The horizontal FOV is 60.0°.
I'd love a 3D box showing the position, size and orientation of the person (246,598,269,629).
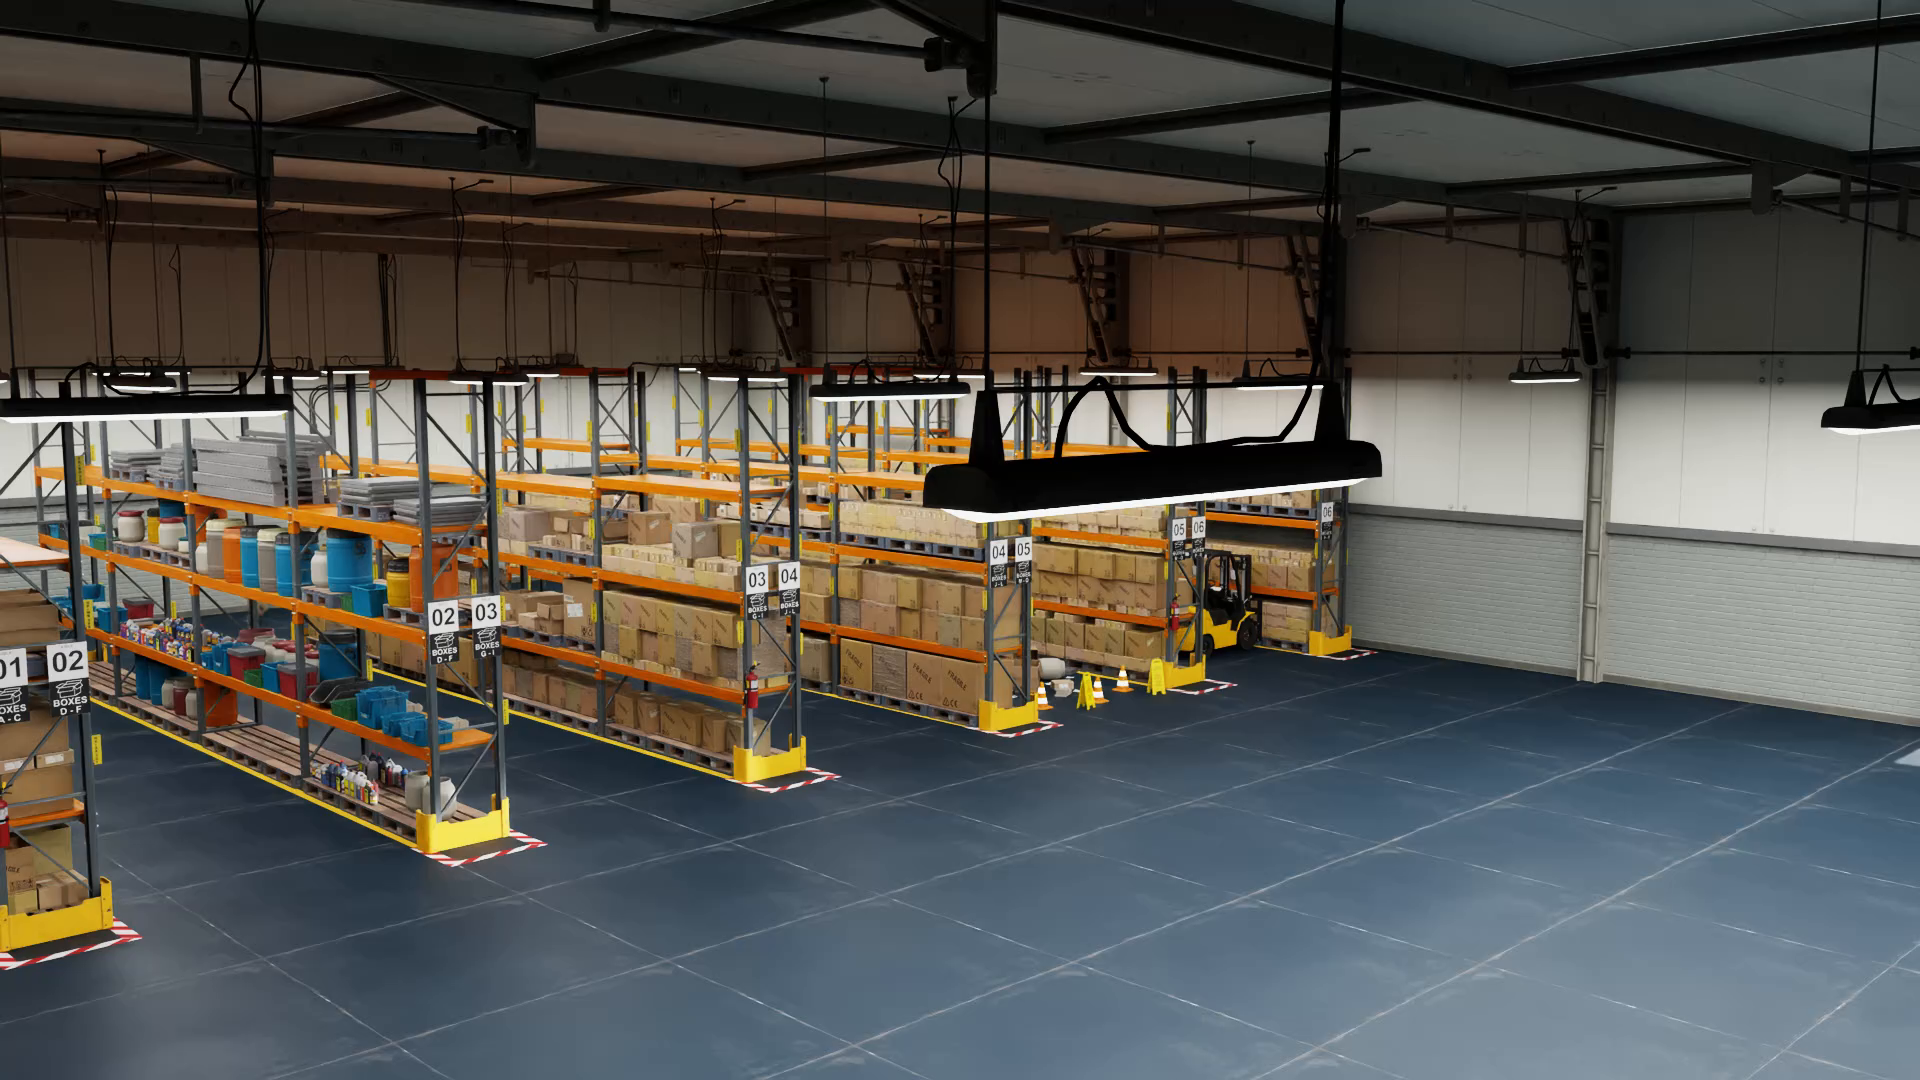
[{"bbox_3d":[-15.891,1.232,37.485,0.466,1.736,0.565,0,6,-4],"label":"person"}]
